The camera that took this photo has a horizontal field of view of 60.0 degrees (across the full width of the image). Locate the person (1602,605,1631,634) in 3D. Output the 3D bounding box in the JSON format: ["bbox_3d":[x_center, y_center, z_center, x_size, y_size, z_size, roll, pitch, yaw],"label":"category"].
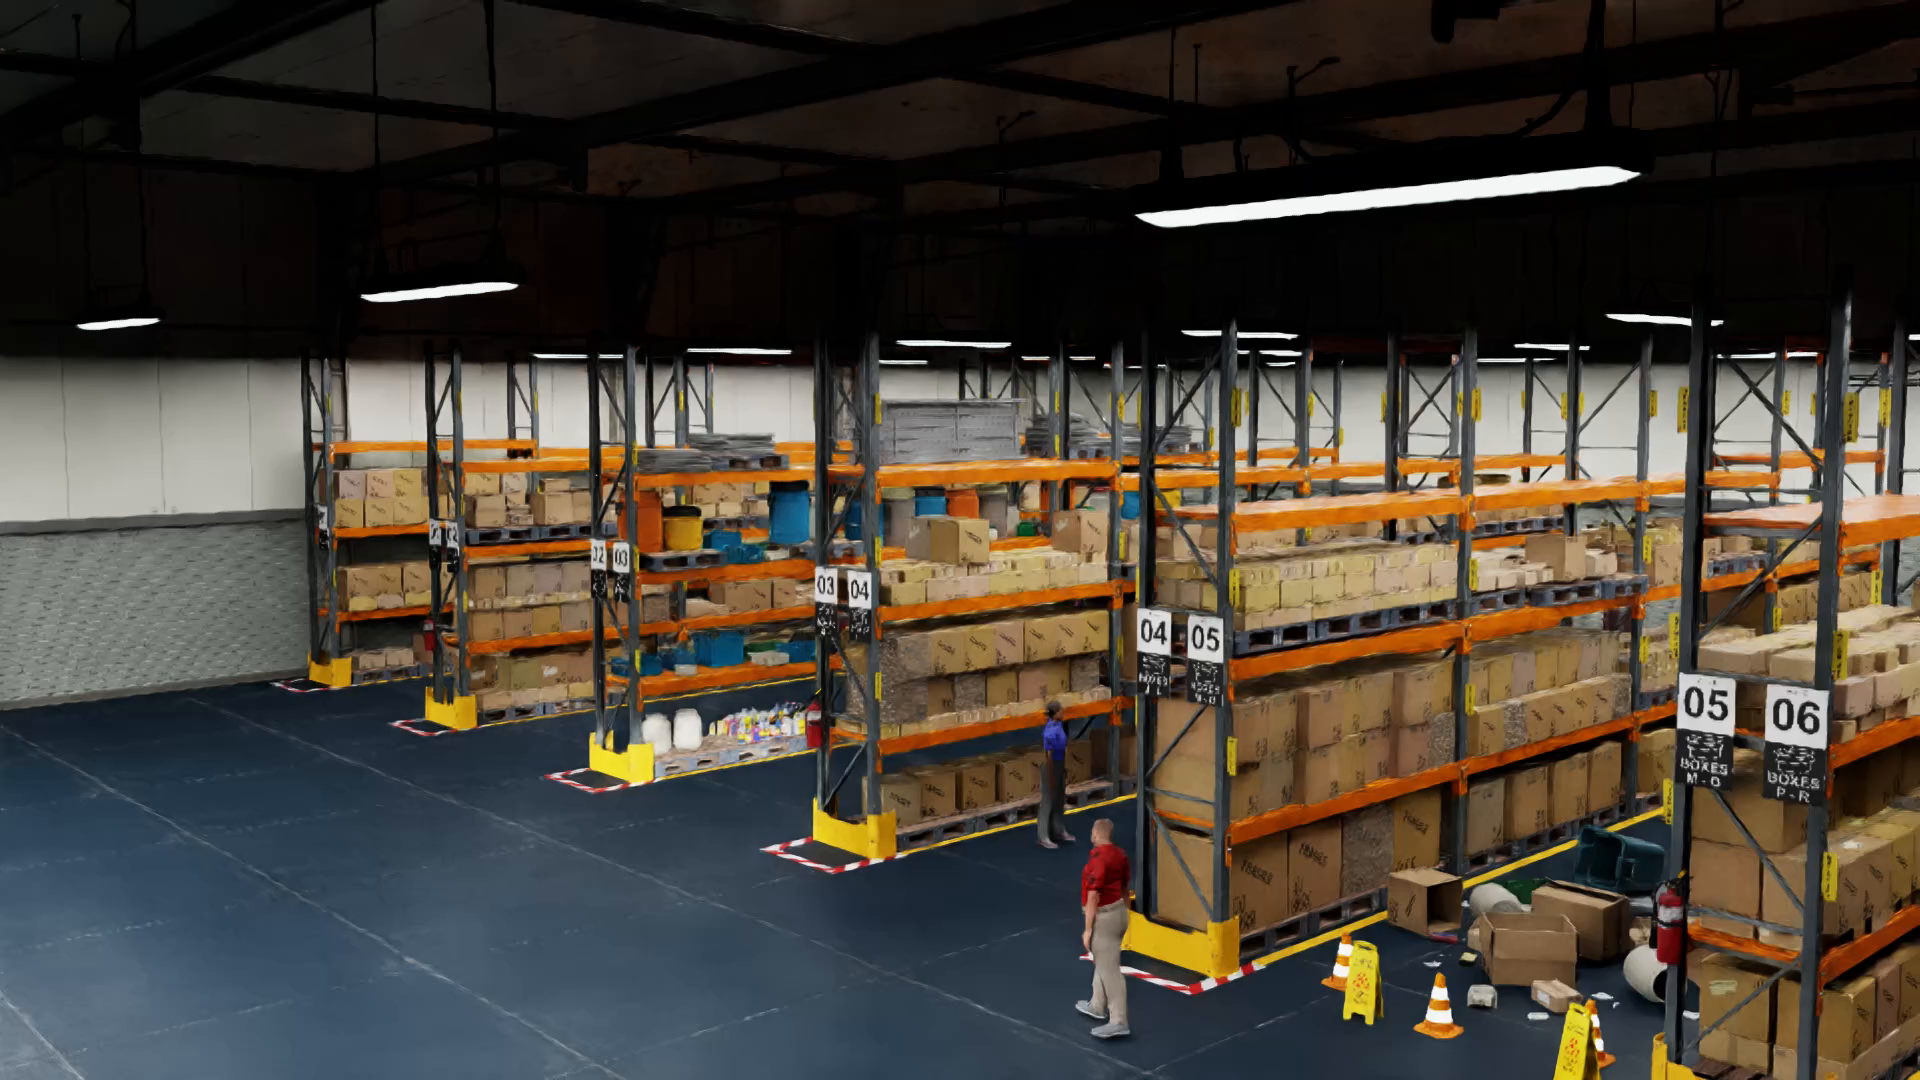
[{"bbox_3d":[11.790,1.683,29.735,0.624,1.745,0.766,1,5,15],"label":"person"}]

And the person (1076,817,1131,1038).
[{"bbox_3d":[1.138,3.156,13.548,0.633,1.628,0.604,3,6,30],"label":"person"}]

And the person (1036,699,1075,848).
[{"bbox_3d":[1.106,2.660,19.038,0.414,1.651,0.507,1,5,15],"label":"person"}]
